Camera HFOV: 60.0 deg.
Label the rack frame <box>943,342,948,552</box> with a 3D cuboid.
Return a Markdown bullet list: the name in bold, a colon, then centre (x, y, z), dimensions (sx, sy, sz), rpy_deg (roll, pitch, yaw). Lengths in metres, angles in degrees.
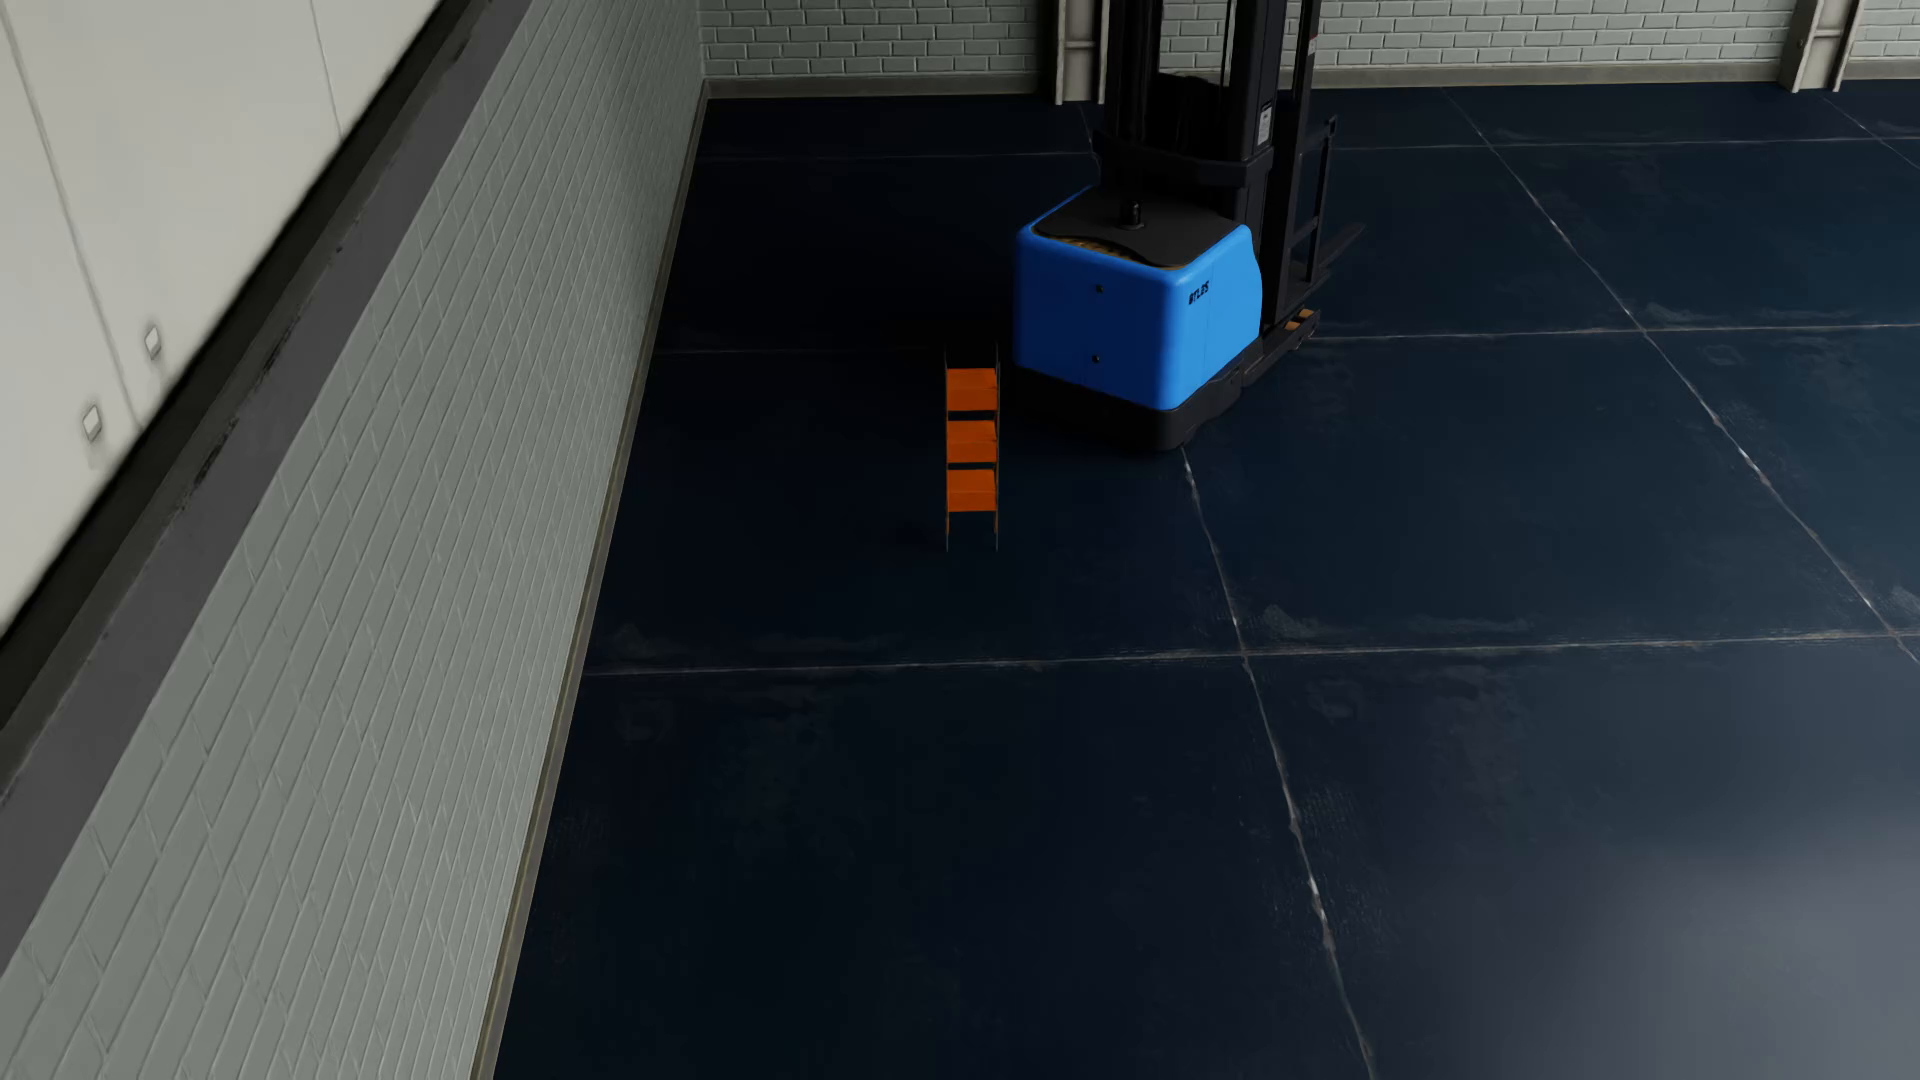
- **rack frame**: centre (-0.068, -0.430, 7.949), dimensions (0.008, 1.050, 0.200), rpy_deg (-2, 35, -2)

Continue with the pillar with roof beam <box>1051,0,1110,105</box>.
- **pillar with roof beam**: centre (1.150, -4.819, 7.305), dimensions (0.400, 9.000, 9.100), rpy_deg (-2, 35, -2)

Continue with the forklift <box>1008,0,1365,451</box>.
- **forklift**: centre (1.512, -2.474, 9.249), dimensions (1.130, 2.935, 3.031), rpy_deg (21, 40, 27)

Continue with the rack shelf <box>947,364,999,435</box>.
- **rack shelf**: centre (0.053, -0.658, 7.798), dimensions (0.240, 0.259, 0.215), rpy_deg (-2, 35, -2)

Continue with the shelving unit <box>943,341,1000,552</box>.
- **shelving unit**: centre (0.053, -0.433, 7.953), dimensions (0.252, 1.050, 0.215), rpy_deg (-2, 35, -2)

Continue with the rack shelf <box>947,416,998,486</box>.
- **rack shelf**: centre (0.053, -0.424, 7.959), dimensions (0.240, 0.259, 0.215), rpy_deg (-2, 35, -2)

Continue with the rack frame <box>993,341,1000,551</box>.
- **rack frame**: centre (0.175, -0.436, 7.958), dimensions (0.008, 1.050, 0.200), rpy_deg (-2, 35, -2)

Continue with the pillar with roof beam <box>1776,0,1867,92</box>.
- **pillar with roof beam**: centre (7.144, -4.980, 7.539), dimensions (0.400, 9.000, 9.100), rpy_deg (-2, 35, -2)

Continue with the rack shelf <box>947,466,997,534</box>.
- **rack shelf**: centre (0.053, -0.196, 8.118), dimensions (0.240, 0.259, 0.215), rpy_deg (-2, 35, -2)
